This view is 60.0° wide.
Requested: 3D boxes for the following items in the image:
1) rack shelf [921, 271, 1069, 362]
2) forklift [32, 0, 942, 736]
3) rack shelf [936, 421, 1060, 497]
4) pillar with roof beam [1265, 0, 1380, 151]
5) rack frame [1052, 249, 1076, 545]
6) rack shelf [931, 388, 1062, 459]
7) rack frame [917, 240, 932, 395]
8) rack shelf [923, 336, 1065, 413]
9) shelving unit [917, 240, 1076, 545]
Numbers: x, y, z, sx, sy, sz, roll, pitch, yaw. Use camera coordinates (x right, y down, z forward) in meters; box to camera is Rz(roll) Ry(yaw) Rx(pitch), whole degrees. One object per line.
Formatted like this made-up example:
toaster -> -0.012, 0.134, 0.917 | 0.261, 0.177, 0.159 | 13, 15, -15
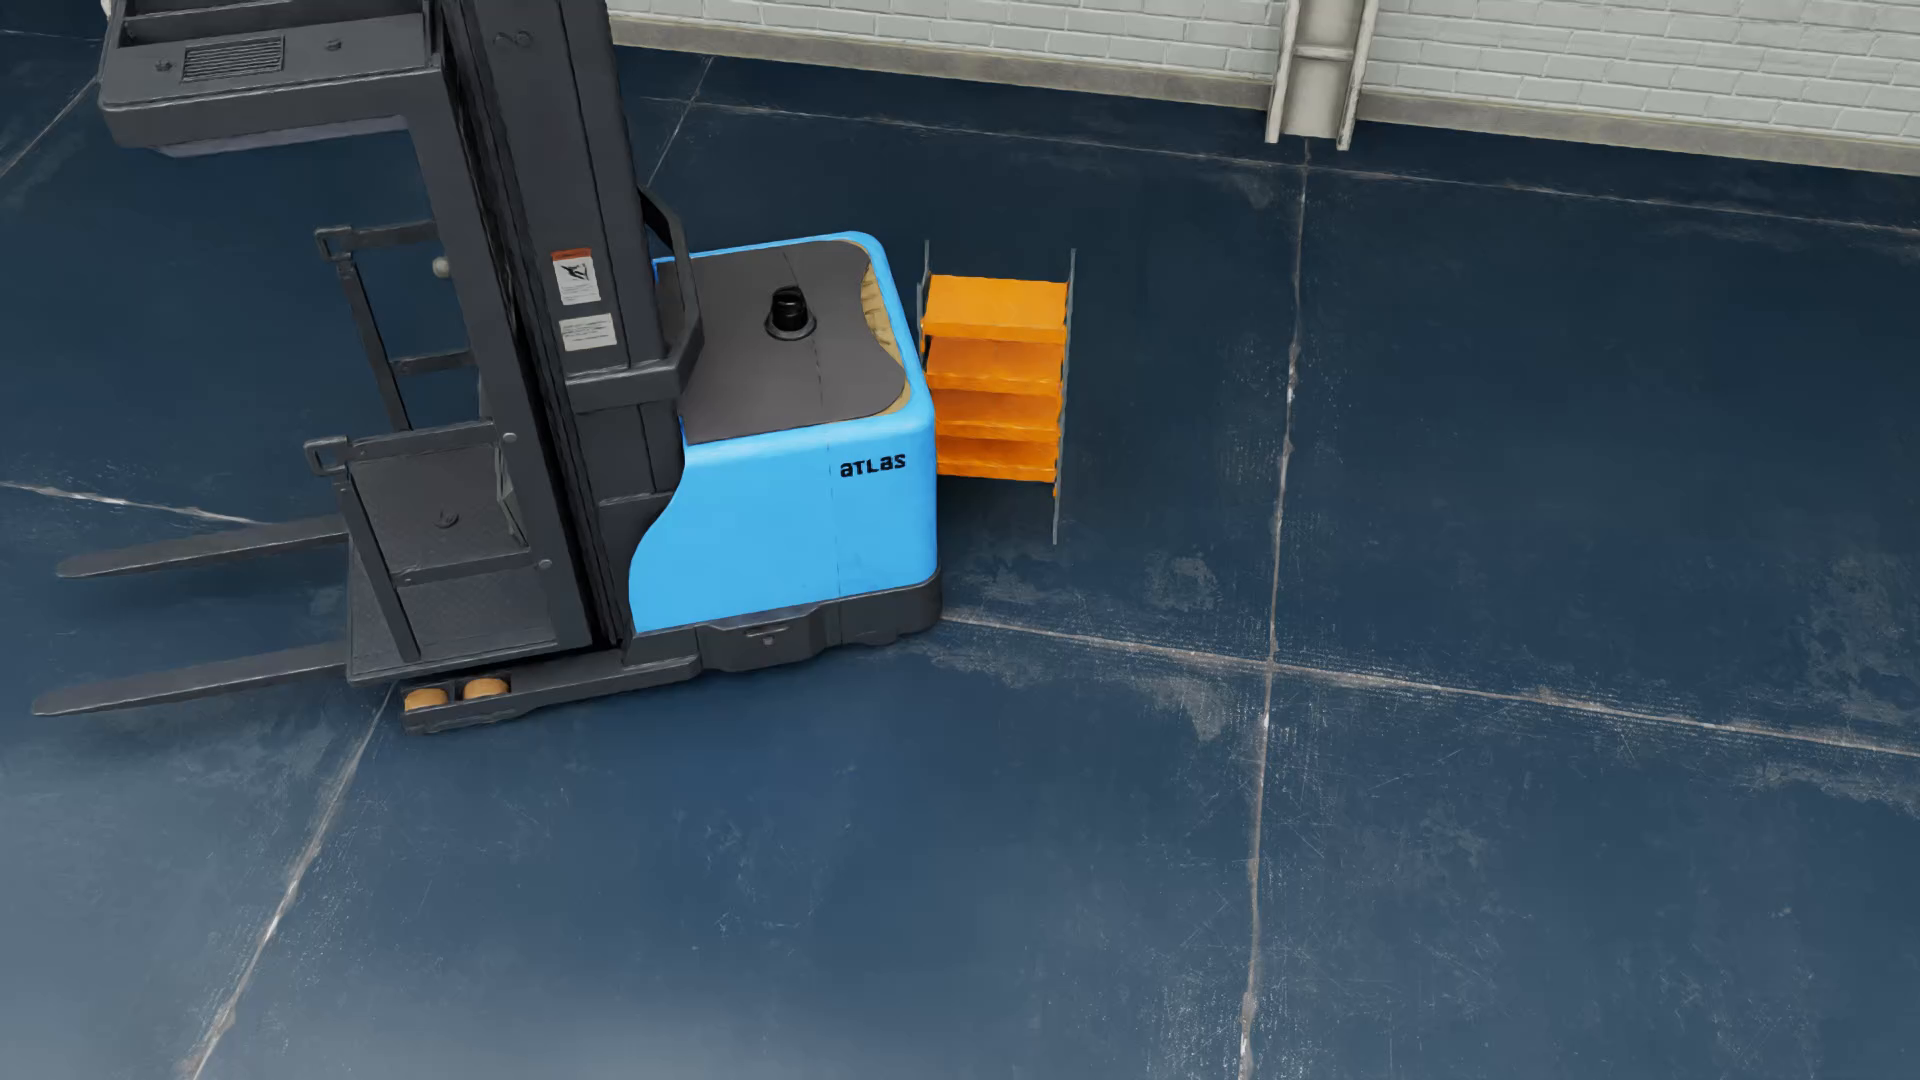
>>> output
rack shelf -> 0.122, -0.753, 5.591 | 0.480, 0.148, 0.258 | 4, 48, 4
forklift -> -1.637, -0.756, 4.959 | 3.031, 2.935, 1.130 | -10, 49, -9
rack shelf -> 0.122, -0.312, 6.081 | 0.480, 0.148, 0.258 | 4, 48, 4
pillar with roof beam -> 0.917, -1.846, 1.859 | 0.400, 9.000, 9.100 | 8, 49, 7
rack frame -> 0.365, -0.472, 5.868 | 0.015, 1.200, 0.240 | 4, 48, 4
rack shelf -> 0.122, -0.445, 5.934 | 0.480, 0.148, 0.258 | 4, 48, 4
rack frame -> -0.121, -0.507, 5.899 | 0.015, 1.200, 0.240 | 4, 48, 4
rack shelf -> 0.122, -0.594, 5.767 | 0.480, 0.148, 0.258 | 4, 48, 4
shelving unit -> 0.122, -0.490, 5.884 | 0.503, 1.200, 0.258 | 4, 48, 4
